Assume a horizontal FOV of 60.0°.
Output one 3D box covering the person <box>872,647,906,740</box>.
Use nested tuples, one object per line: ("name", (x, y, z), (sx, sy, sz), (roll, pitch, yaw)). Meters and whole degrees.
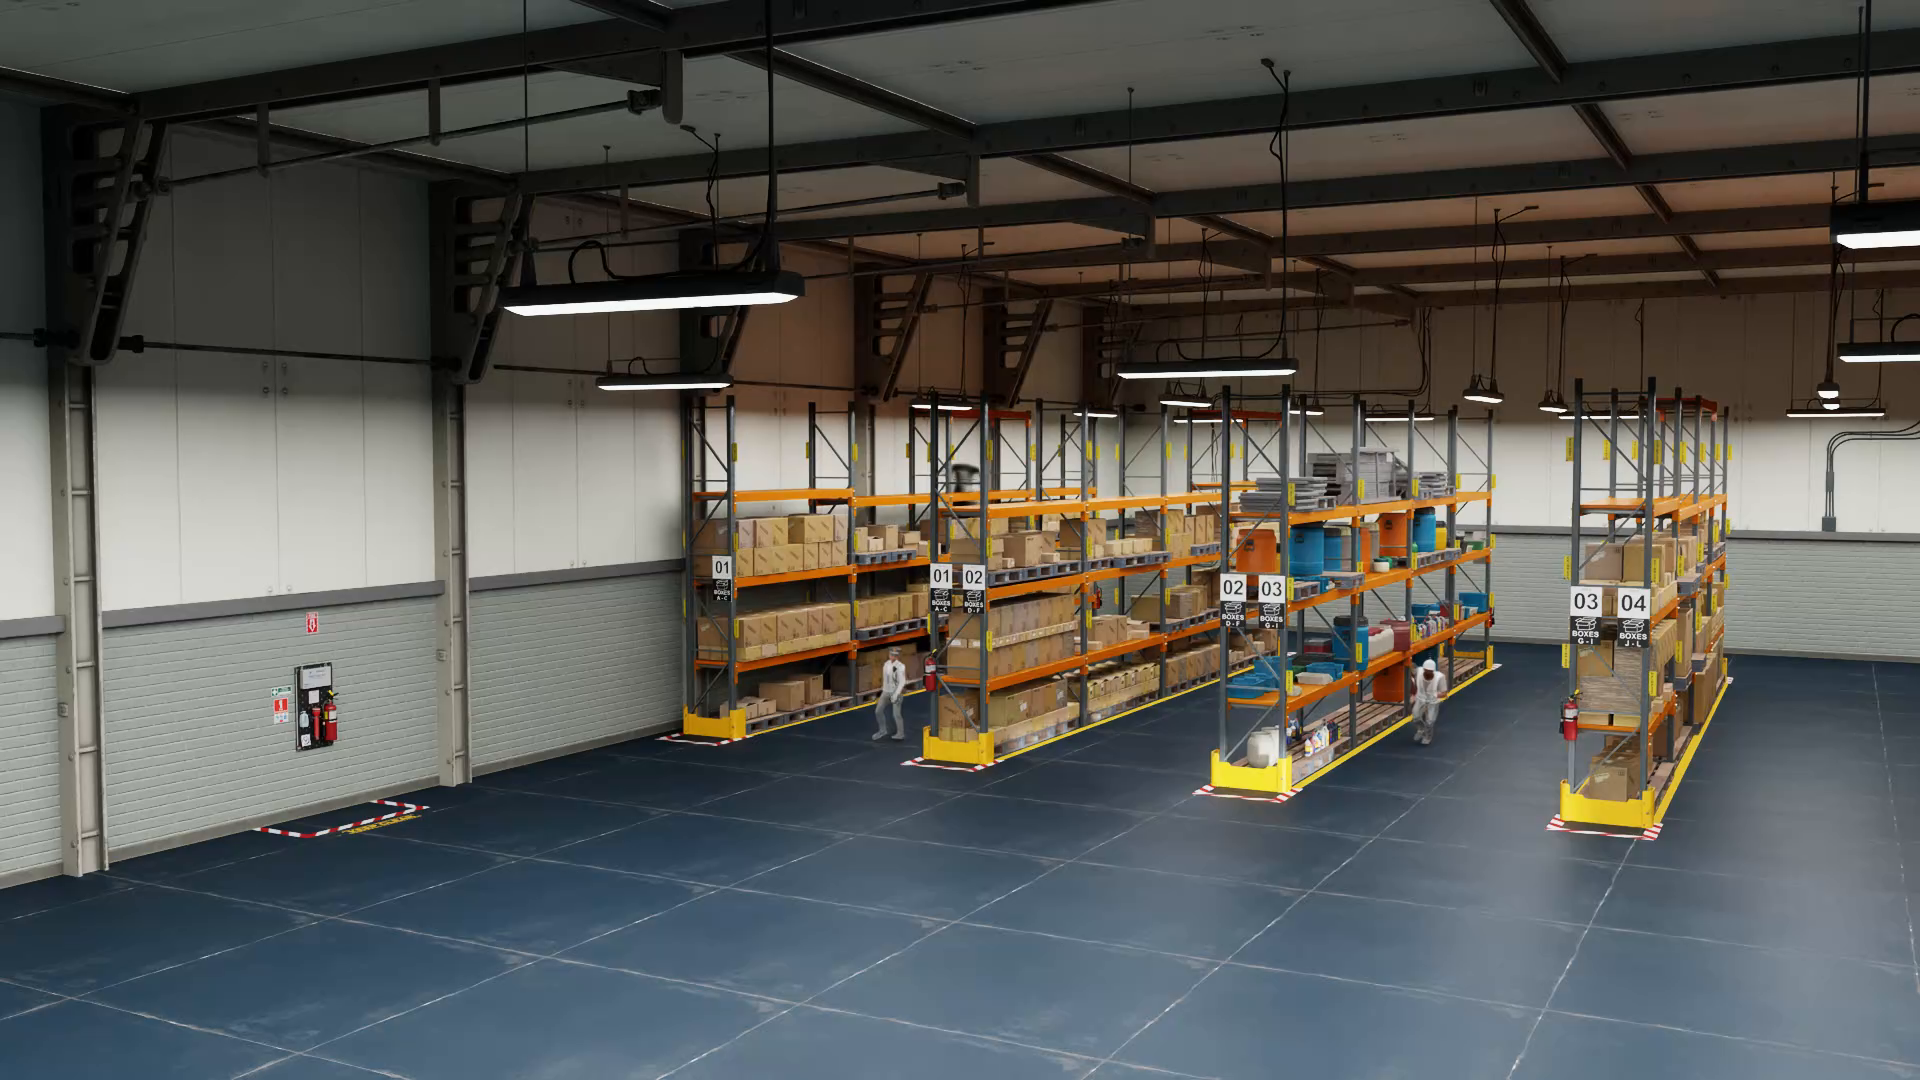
("person", (-1.181, 2.661, 28.791), (0.669, 1.626, 0.577), (2, 4, 33))

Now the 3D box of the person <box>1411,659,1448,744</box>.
("person", (7.908, 2.739, 28.122), (0.701, 1.526, 1.037), (1, 3, 25))
